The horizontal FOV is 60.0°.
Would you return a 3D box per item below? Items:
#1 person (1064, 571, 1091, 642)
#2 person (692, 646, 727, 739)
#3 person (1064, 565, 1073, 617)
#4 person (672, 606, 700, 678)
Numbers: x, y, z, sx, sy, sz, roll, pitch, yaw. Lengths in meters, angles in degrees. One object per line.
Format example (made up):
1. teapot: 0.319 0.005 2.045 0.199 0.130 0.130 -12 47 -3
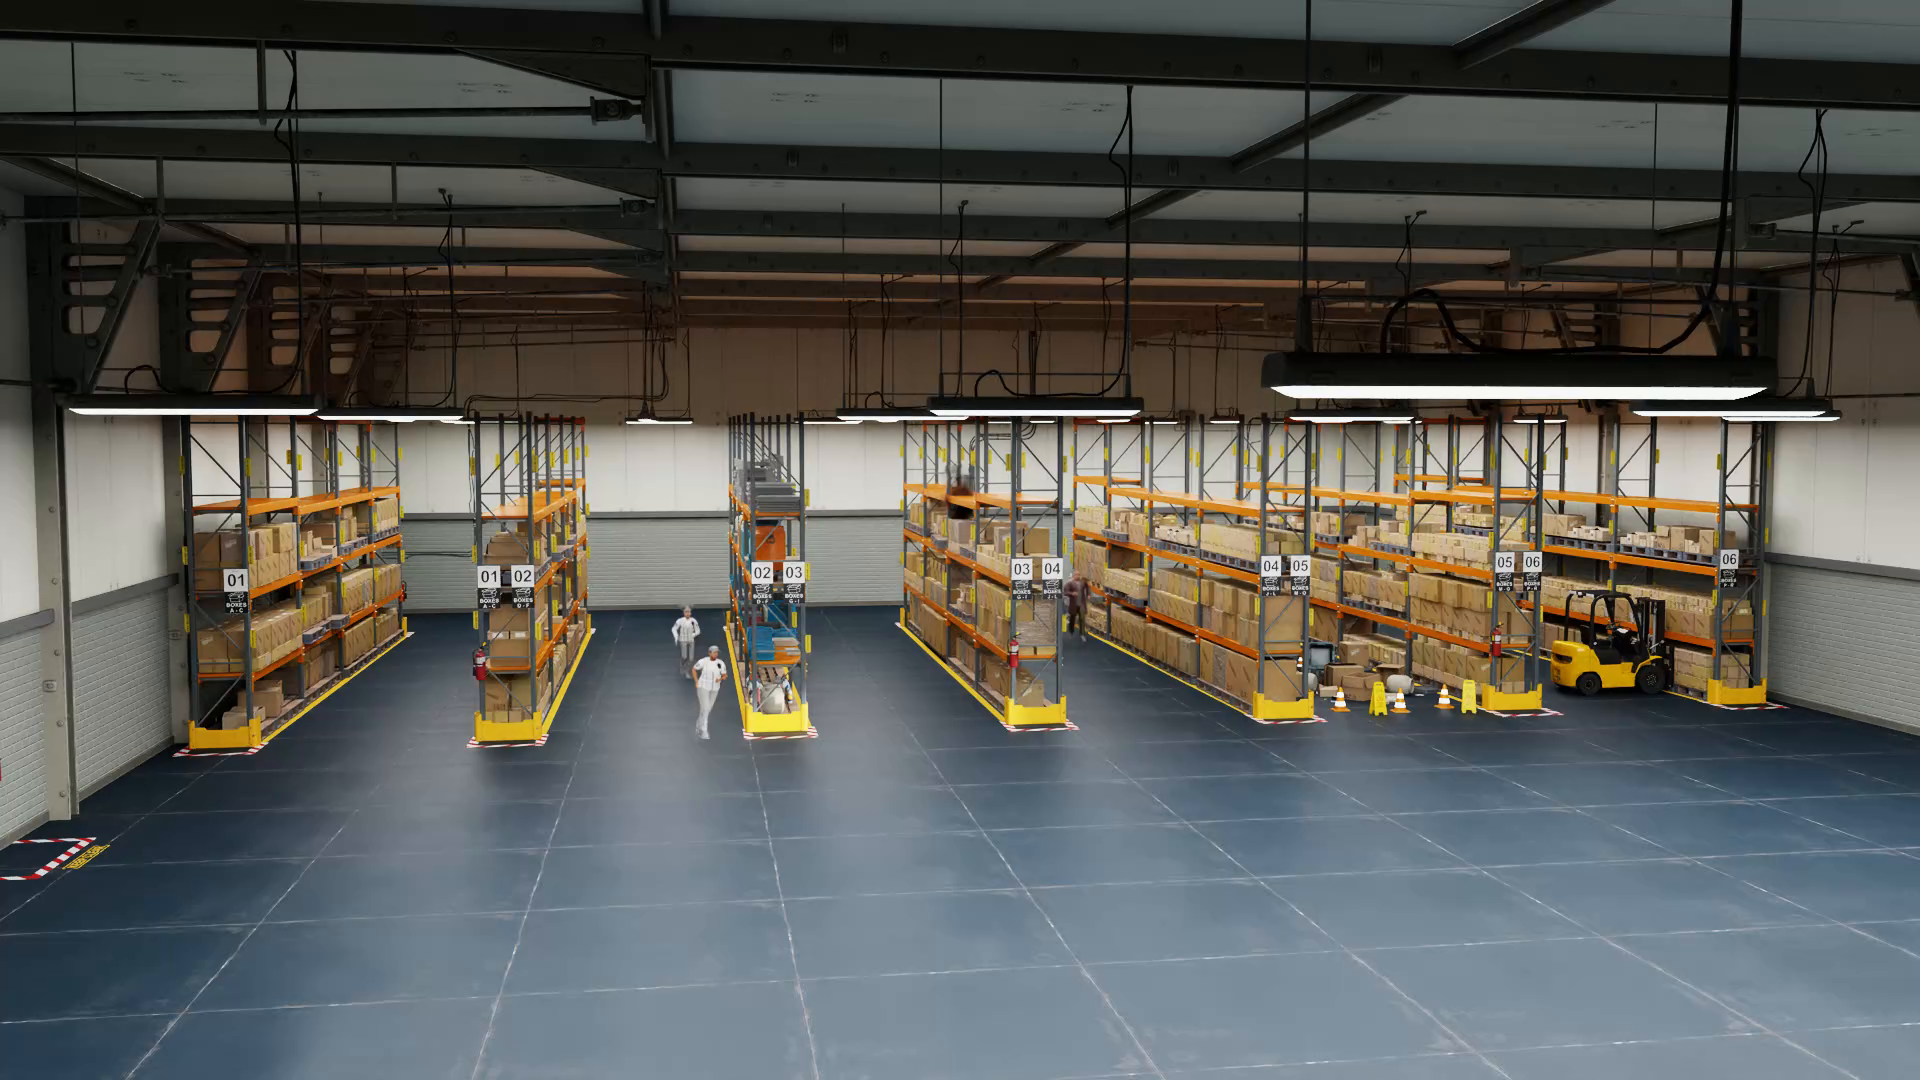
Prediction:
1. person: 3.021 1.688 42.592 0.723 1.807 1.072 0 4 -6
2. person: -4.642 2.807 30.942 0.593 1.694 0.766 -2 5 -31
3. person: 3.325 1.544 49.865 0.621 1.627 0.681 1 4 10
4. person: -6.192 2.323 37.769 0.607 1.650 0.561 -1 4 -18
